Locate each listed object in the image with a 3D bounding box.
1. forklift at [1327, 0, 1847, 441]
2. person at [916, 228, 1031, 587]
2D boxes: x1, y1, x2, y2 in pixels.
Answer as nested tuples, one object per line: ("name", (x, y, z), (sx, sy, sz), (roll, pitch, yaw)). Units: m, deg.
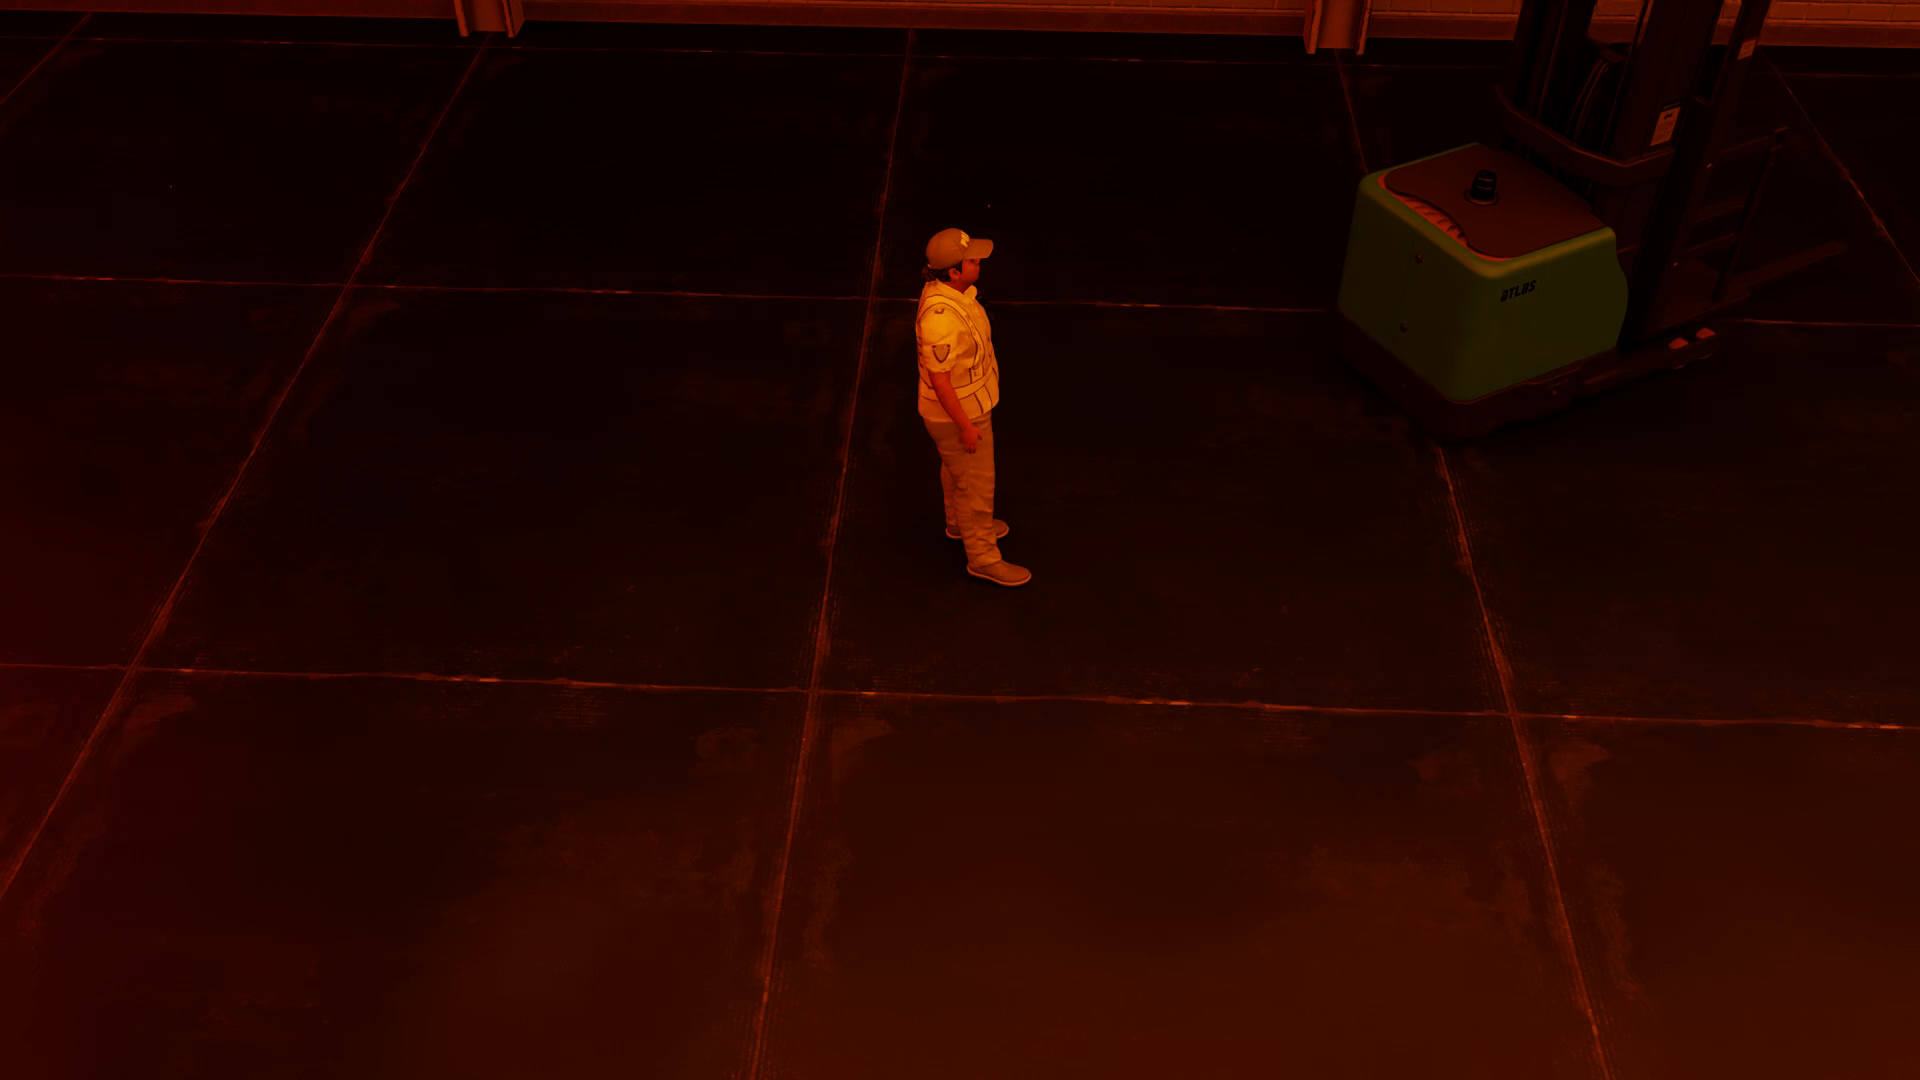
("forklift", (3.526, -2.292, 8.252), (3.031, 2.935, 1.130), (-20, 46, -20))
("person", (0.075, -0.603, 7.330), (0.529, 1.670, 0.598), (2, 42, 2))
